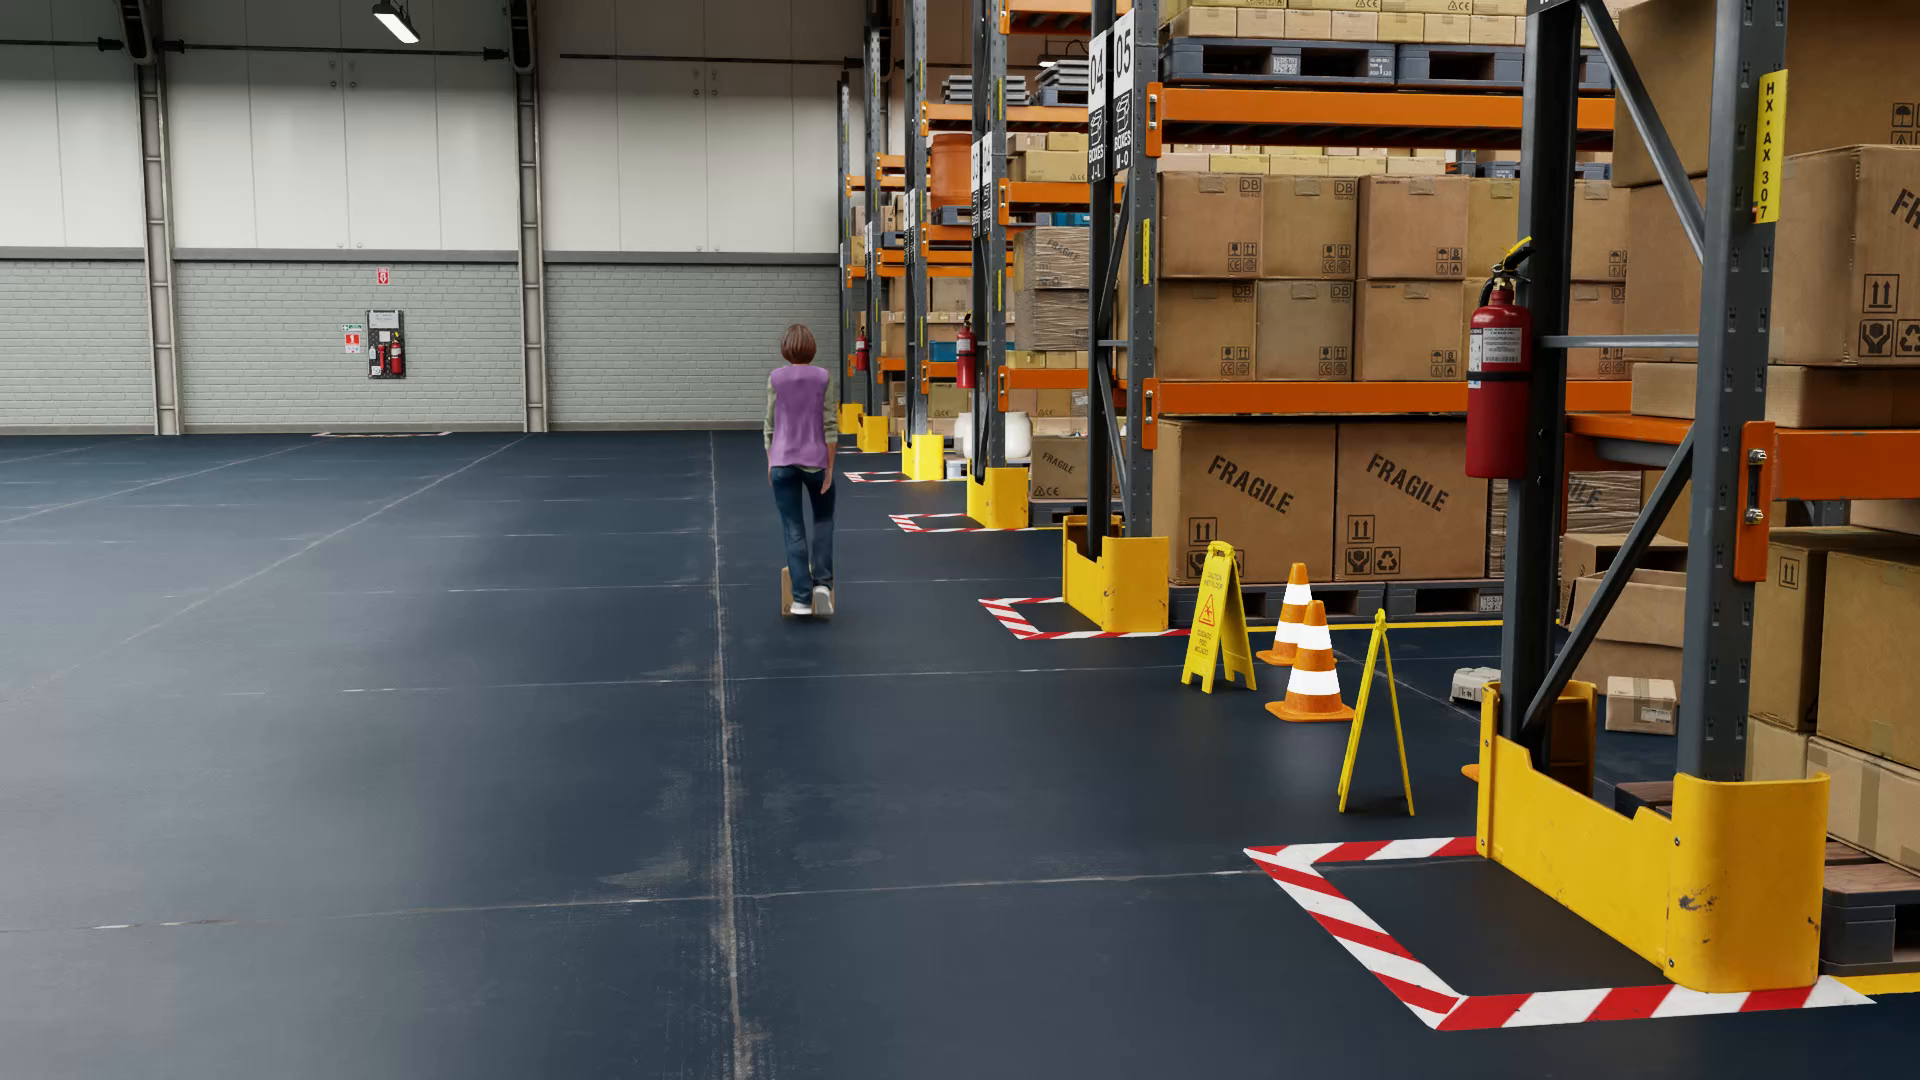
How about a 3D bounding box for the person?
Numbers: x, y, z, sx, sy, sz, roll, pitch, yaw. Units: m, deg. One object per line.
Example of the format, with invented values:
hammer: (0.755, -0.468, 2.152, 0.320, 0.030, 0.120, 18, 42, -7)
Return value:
person: (-0.869, -0.364, 9.101, 0.406, 1.633, 0.485, -1, 7, -7)
